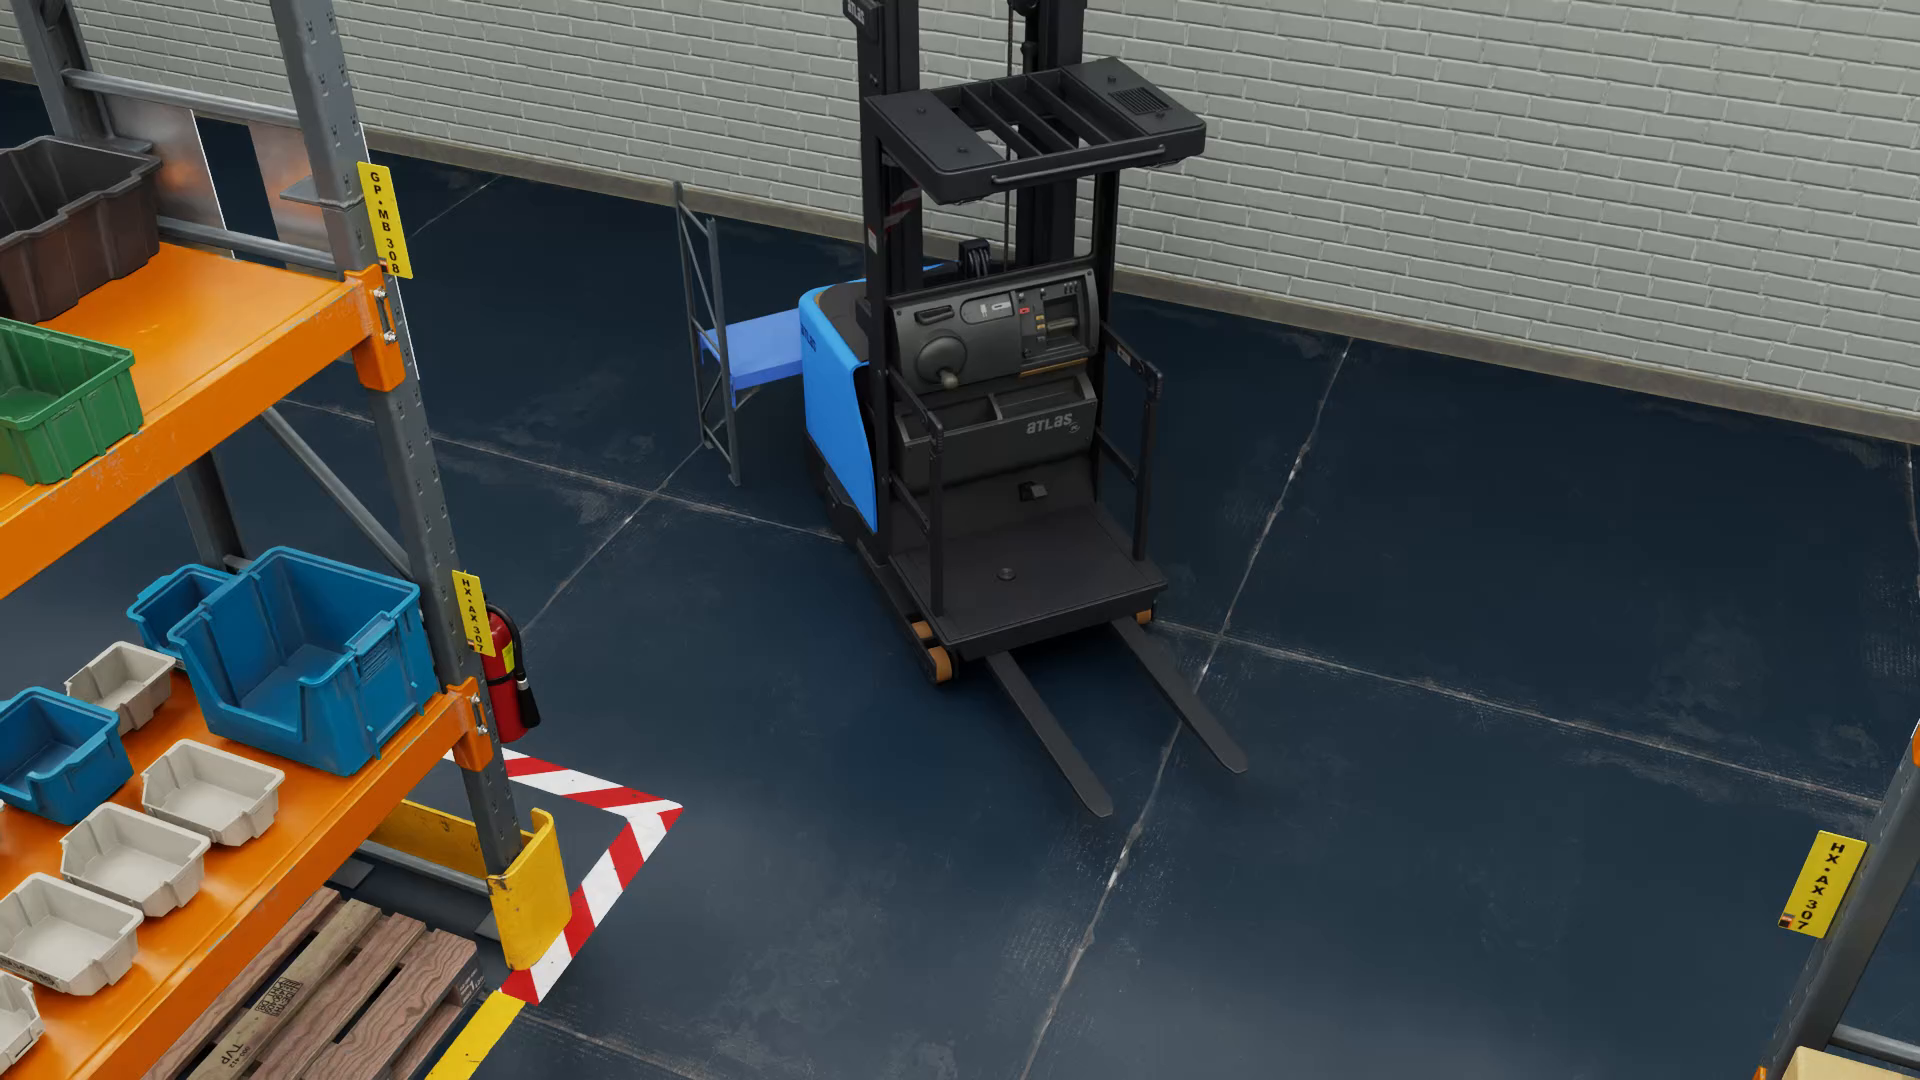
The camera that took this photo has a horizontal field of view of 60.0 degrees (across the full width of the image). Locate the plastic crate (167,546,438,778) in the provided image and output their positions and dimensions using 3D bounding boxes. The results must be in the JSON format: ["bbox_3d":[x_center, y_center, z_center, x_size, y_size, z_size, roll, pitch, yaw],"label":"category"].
[{"bbox_3d":[-2.016,0.375,5.163,0.616,0.435,0.499,14,39,18],"label":"plastic crate"}]

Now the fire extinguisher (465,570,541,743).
[{"bbox_3d":[-1.584,0.386,5.604,0.296,0.674,0.183,14,39,18],"label":"fire extinguisher"}]

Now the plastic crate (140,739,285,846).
[{"bbox_3d":[-2.204,0.760,4.898,0.396,0.136,0.243,14,39,18],"label":"plastic crate"}]

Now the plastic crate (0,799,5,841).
[{"bbox_3d":[-2.916,0.863,4.760,0.250,0.136,0.298,14,39,18],"label":"plastic crate"}]

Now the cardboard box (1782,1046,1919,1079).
[{"bbox_3d":[2.087,1.459,3.669,0.500,0.250,0.500,13,39,17],"label":"cardboard box"}]

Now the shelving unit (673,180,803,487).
[{"bbox_3d":[-0.815,-1.153,8.540,1.048,1.500,0.538,-17,40,-22],"label":"shelving unit"}]

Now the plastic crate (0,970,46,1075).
[{"bbox_3d":[-2.507,1.245,4.249,0.298,0.136,0.250,14,39,18],"label":"plastic crate"}]

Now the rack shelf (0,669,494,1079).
[{"bbox_3d":[-2.822,1.581,4.230,1.077,0.370,4.000,14,39,18],"label":"rack shelf"}]

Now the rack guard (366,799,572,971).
[{"bbox_3d":[-2.064,1.171,6.266,1.175,0.500,0.348,14,39,18],"label":"rack guard"}]

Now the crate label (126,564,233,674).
[{"bbox_3d":[-2.460,0.290,5.446,0.416,0.233,0.303,14,39,18],"label":"crate label"}]

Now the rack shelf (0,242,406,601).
[{"bbox_3d":[-2.822,0.380,3.332,1.077,0.370,4.000,14,39,18],"label":"rack shelf"}]

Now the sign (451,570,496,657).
[{"bbox_3d":[-1.546,0.237,5.292,0.100,0.325,0.005,14,39,18],"label":"sign"}]

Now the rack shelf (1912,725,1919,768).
[{"bbox_3d":[1.758,1.508,1.823,1.077,0.370,4.000,14,39,18],"label":"rack shelf"}]

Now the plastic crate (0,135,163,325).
[{"bbox_3d":[-2.465,-0.814,4.437,0.497,0.269,0.590,14,39,18],"label":"plastic crate"}]

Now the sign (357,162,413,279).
[{"bbox_3d":[-1.546,-0.858,4.474,0.100,0.325,0.005,14,39,18],"label":"sign"}]

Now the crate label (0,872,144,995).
[{"bbox_3d":[-2.411,1.077,4.474,0.396,0.136,0.243,14,39,18],"label":"crate label"}]

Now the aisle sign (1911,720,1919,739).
[{"bbox_3d":[2.269,0.164,3.353,0.394,0.787,0.004,14,39,18],"label":"aisle sign"}]

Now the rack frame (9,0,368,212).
[{"bbox_3d":[-2.061,-2.217,3.700,1.000,3.000,0.127,14,39,18],"label":"rack frame"}]

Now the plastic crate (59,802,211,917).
[{"bbox_3d":[-2.328,0.917,4.688,0.396,0.136,0.243,14,39,18],"label":"plastic crate"}]

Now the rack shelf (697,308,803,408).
[{"bbox_3d":[-0.815,-1.009,8.648,1.000,0.185,0.538,-17,40,-22],"label":"rack shelf"}]

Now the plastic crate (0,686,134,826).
[{"bbox_3d":[-2.710,0.655,4.958,0.416,0.233,0.300,14,39,18],"label":"plastic crate"}]

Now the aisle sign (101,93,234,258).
[{"bbox_3d":[-2.309,-0.963,4.862,0.394,0.787,0.004,14,39,18],"label":"aisle sign"}]

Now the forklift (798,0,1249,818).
[{"bbox_3d":[0.248,-0.830,6.912,1.130,2.935,3.031,-15,39,-19],"label":"forklift"}]

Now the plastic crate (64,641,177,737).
[{"bbox_3d":[-2.658,0.488,5.262,0.250,0.136,0.298,14,39,18],"label":"plastic crate"}]

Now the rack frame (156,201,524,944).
[{"bbox_3d":[-2.061,0.186,5.496,1.000,3.000,0.127,14,39,18],"label":"rack frame"}]

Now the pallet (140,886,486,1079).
[{"bbox_3d":[-2.411,1.750,5.732,1.003,0.211,1.213,14,39,18],"label":"pallet"}]

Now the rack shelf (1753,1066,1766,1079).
[{"bbox_3d":[1.758,2.709,2.721,1.077,0.370,4.000,14,39,18],"label":"rack shelf"}]

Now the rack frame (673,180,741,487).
[{"bbox_3d":[-1.266,-1.012,8.351,0.032,1.500,0.500,-17,40,-22],"label":"rack frame"}]

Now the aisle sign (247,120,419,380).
[{"bbox_3d":[-1.763,-0.829,4.682,0.394,0.787,0.004,14,39,18],"label":"aisle sign"}]

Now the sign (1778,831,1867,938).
[{"bbox_3d":[2.008,0.806,3.877,0.100,0.325,0.005,14,39,18],"label":"sign"}]

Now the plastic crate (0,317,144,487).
[{"bbox_3d":[-2.172,-0.320,3.844,0.450,0.188,0.336,14,39,18],"label":"plastic crate"}]
